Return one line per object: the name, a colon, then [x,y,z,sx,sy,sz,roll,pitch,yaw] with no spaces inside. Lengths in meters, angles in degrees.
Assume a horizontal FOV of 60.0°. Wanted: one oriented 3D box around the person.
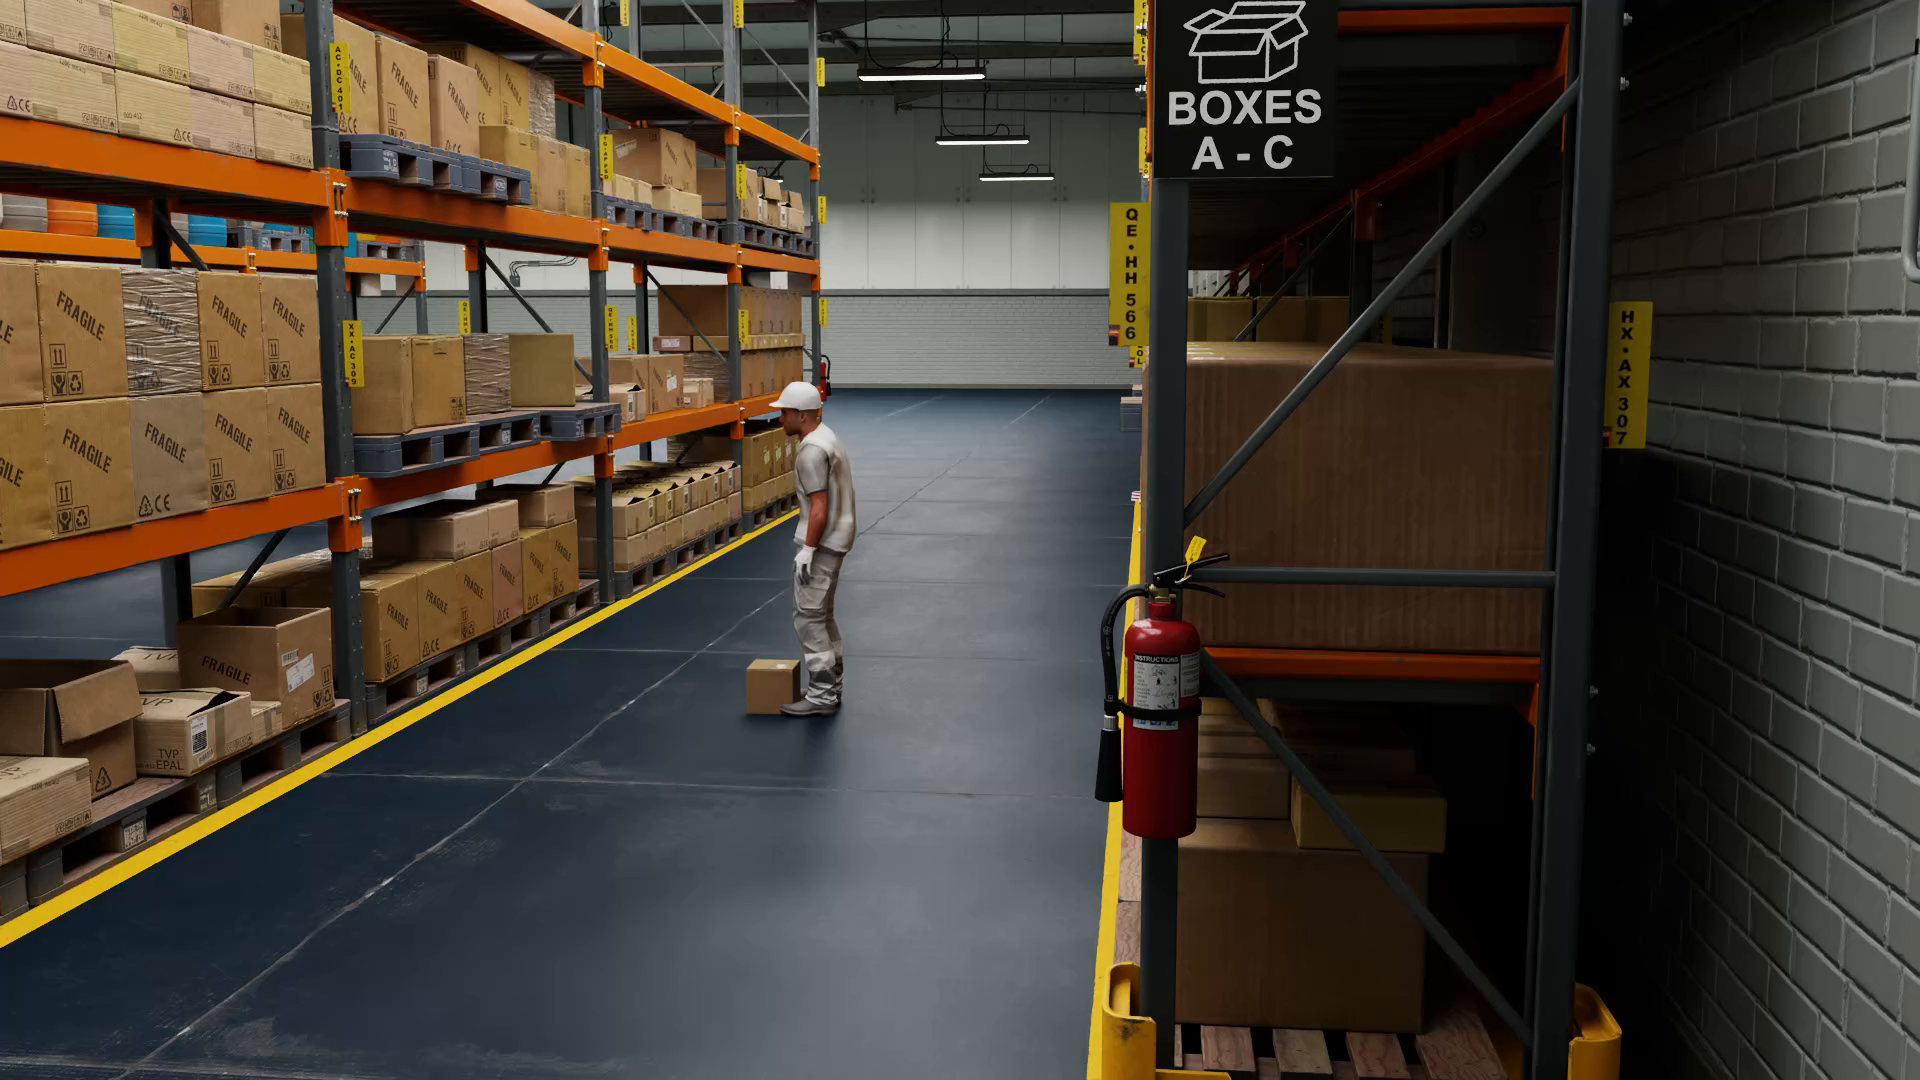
person: [-0.783,0.045,8.902,0.451,1.775,0.612,0,8,3]
